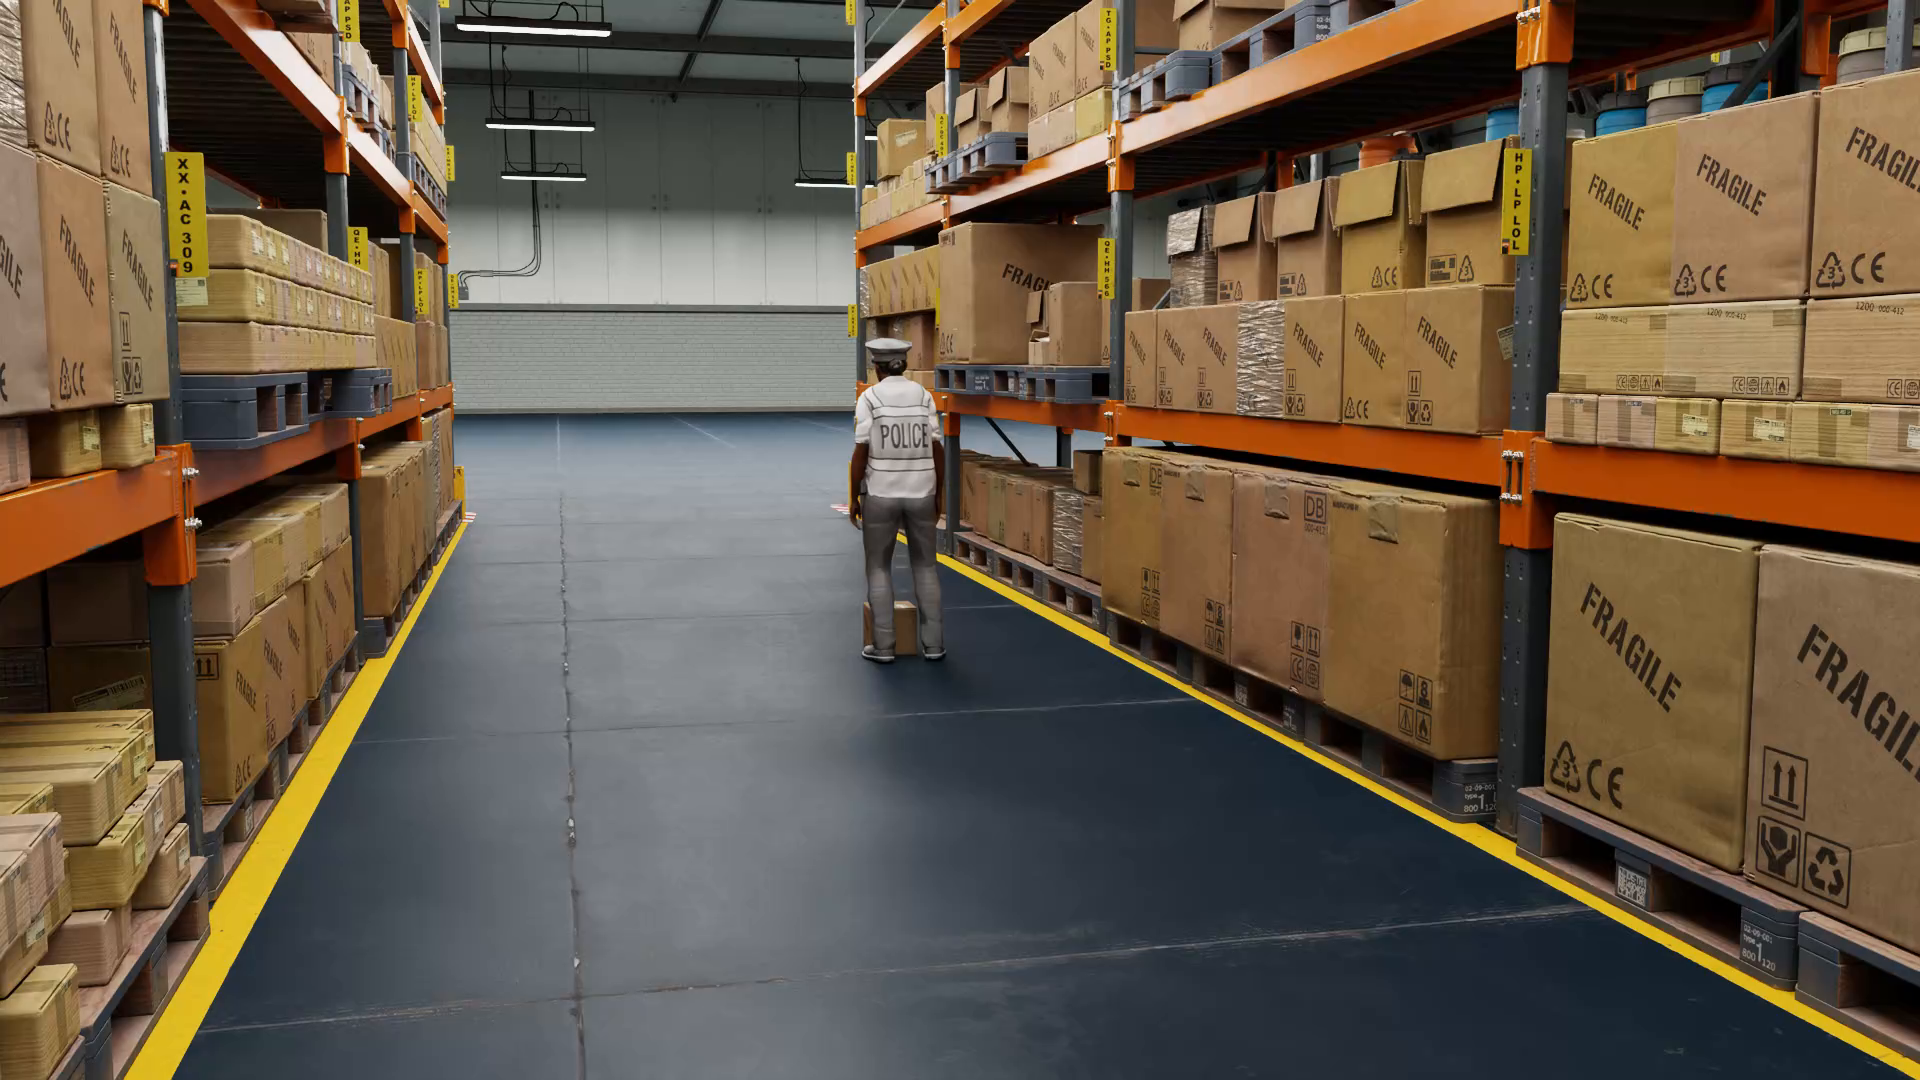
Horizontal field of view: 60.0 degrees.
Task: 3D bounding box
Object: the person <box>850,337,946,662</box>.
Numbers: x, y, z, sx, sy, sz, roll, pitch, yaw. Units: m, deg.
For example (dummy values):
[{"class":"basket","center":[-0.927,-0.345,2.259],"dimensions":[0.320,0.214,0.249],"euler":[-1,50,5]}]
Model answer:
[{"class":"person","center":[-0.310,-0.207,8.564],"dimensions":[0.532,1.663,0.392],"euler":[-2,7,-17]}]
